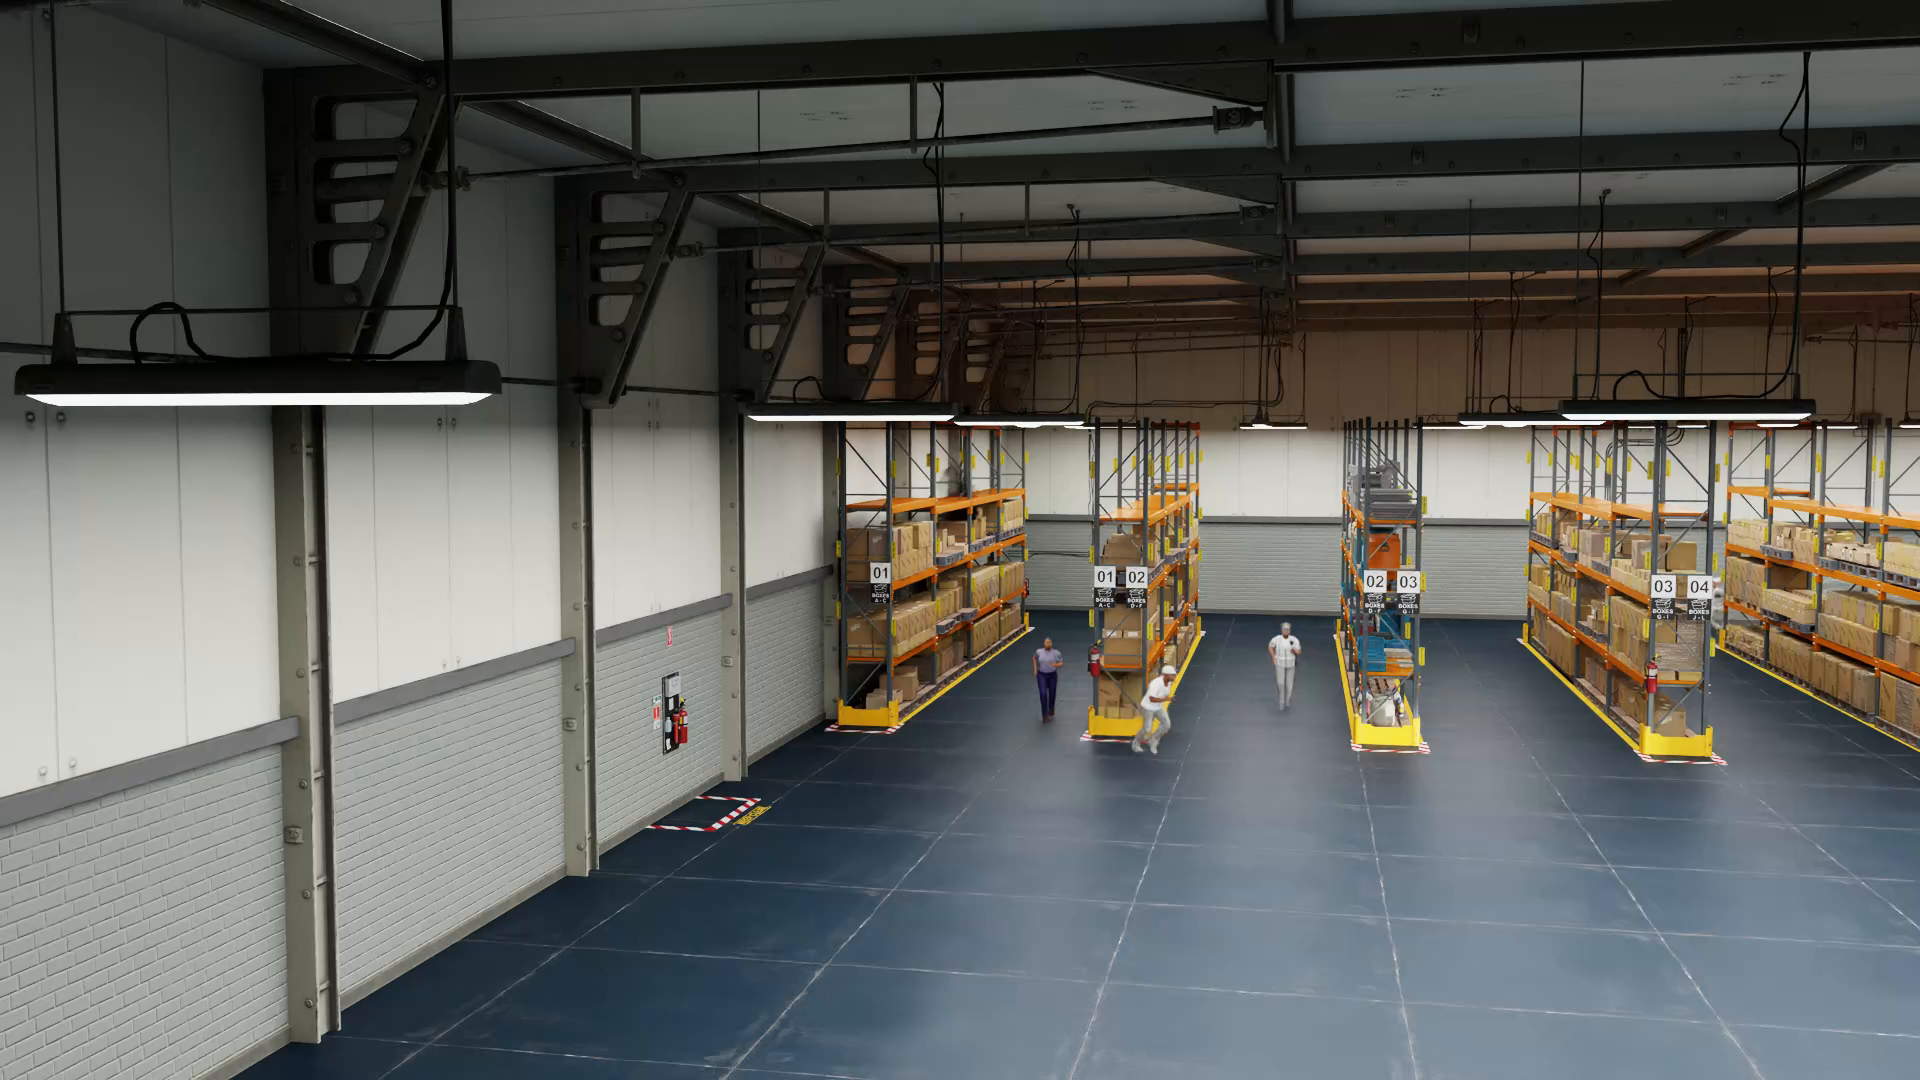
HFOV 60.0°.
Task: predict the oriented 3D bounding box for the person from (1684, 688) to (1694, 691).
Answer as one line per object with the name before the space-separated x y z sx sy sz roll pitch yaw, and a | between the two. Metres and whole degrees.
person | 16.095 2.460 36.518 0.652 1.752 0.641 0 4 1

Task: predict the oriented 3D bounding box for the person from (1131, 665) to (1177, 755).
person | 3.470 3.002 29.453 0.948 1.630 0.729 3 5 40

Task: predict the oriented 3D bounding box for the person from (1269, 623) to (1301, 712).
person | 6.706 2.621 34.280 0.639 1.851 0.745 0 4 5

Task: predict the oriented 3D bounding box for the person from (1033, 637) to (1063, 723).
person | 1.748 2.737 32.969 0.599 1.651 0.937 0 4 2

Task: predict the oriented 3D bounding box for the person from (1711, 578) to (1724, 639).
person | 20.433 1.888 45.217 0.970 1.747 0.711 0 4 5
